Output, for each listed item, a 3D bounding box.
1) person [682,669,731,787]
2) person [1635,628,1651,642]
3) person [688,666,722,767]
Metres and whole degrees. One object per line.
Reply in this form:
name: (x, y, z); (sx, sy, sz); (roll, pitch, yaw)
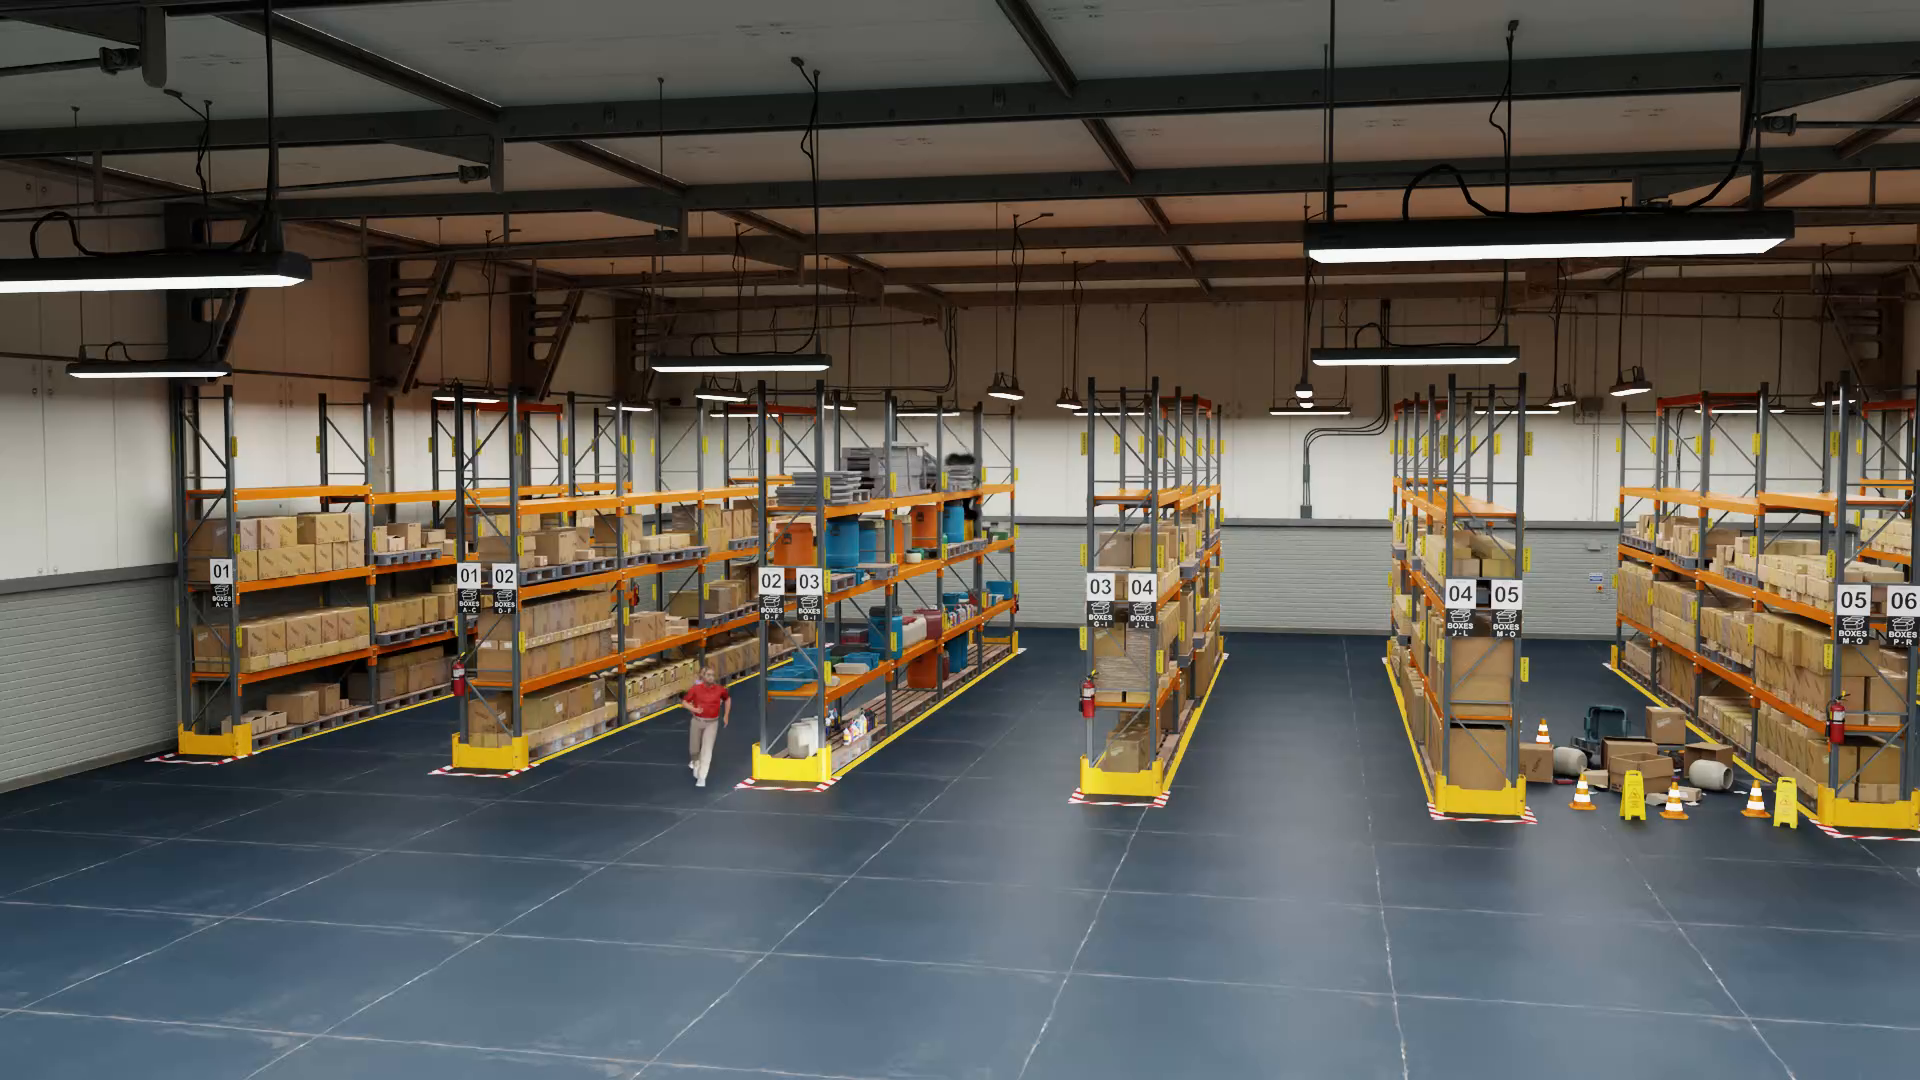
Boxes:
person: (-3.780, 2.759, 24.730); (0.714, 1.684, 0.940); (0, 3, -4)
person: (15.955, 1.977, 38.599); (0.757, 1.735, 0.743); (3, 4, 42)
person: (-4.023, 2.761, 26.240); (0.576, 1.564, 0.674); (0, 3, 8)
